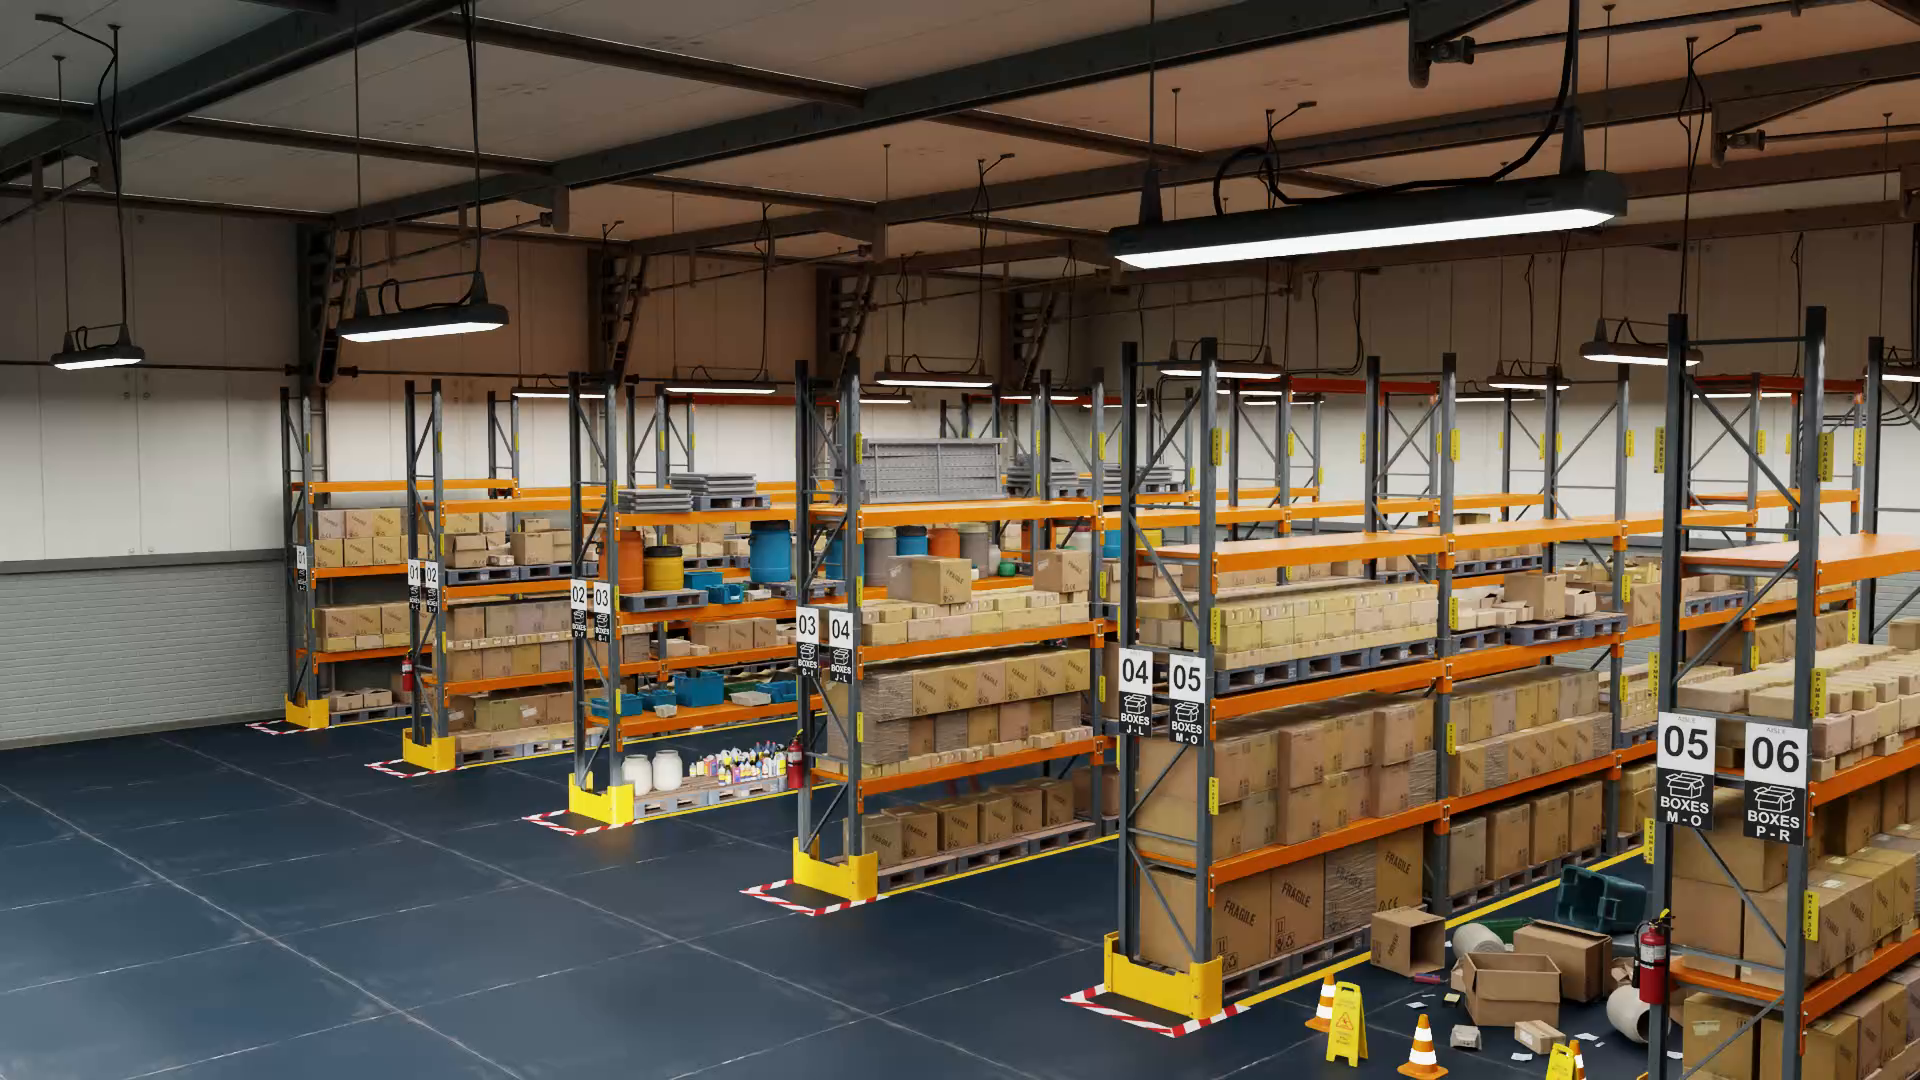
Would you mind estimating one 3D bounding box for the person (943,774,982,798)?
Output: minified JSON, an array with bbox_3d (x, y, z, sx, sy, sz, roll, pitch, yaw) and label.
[{"bbox_3d":[0.039,2.869,22.866,0.543,1.720,0.723,3,4,36],"label":"person"}]
